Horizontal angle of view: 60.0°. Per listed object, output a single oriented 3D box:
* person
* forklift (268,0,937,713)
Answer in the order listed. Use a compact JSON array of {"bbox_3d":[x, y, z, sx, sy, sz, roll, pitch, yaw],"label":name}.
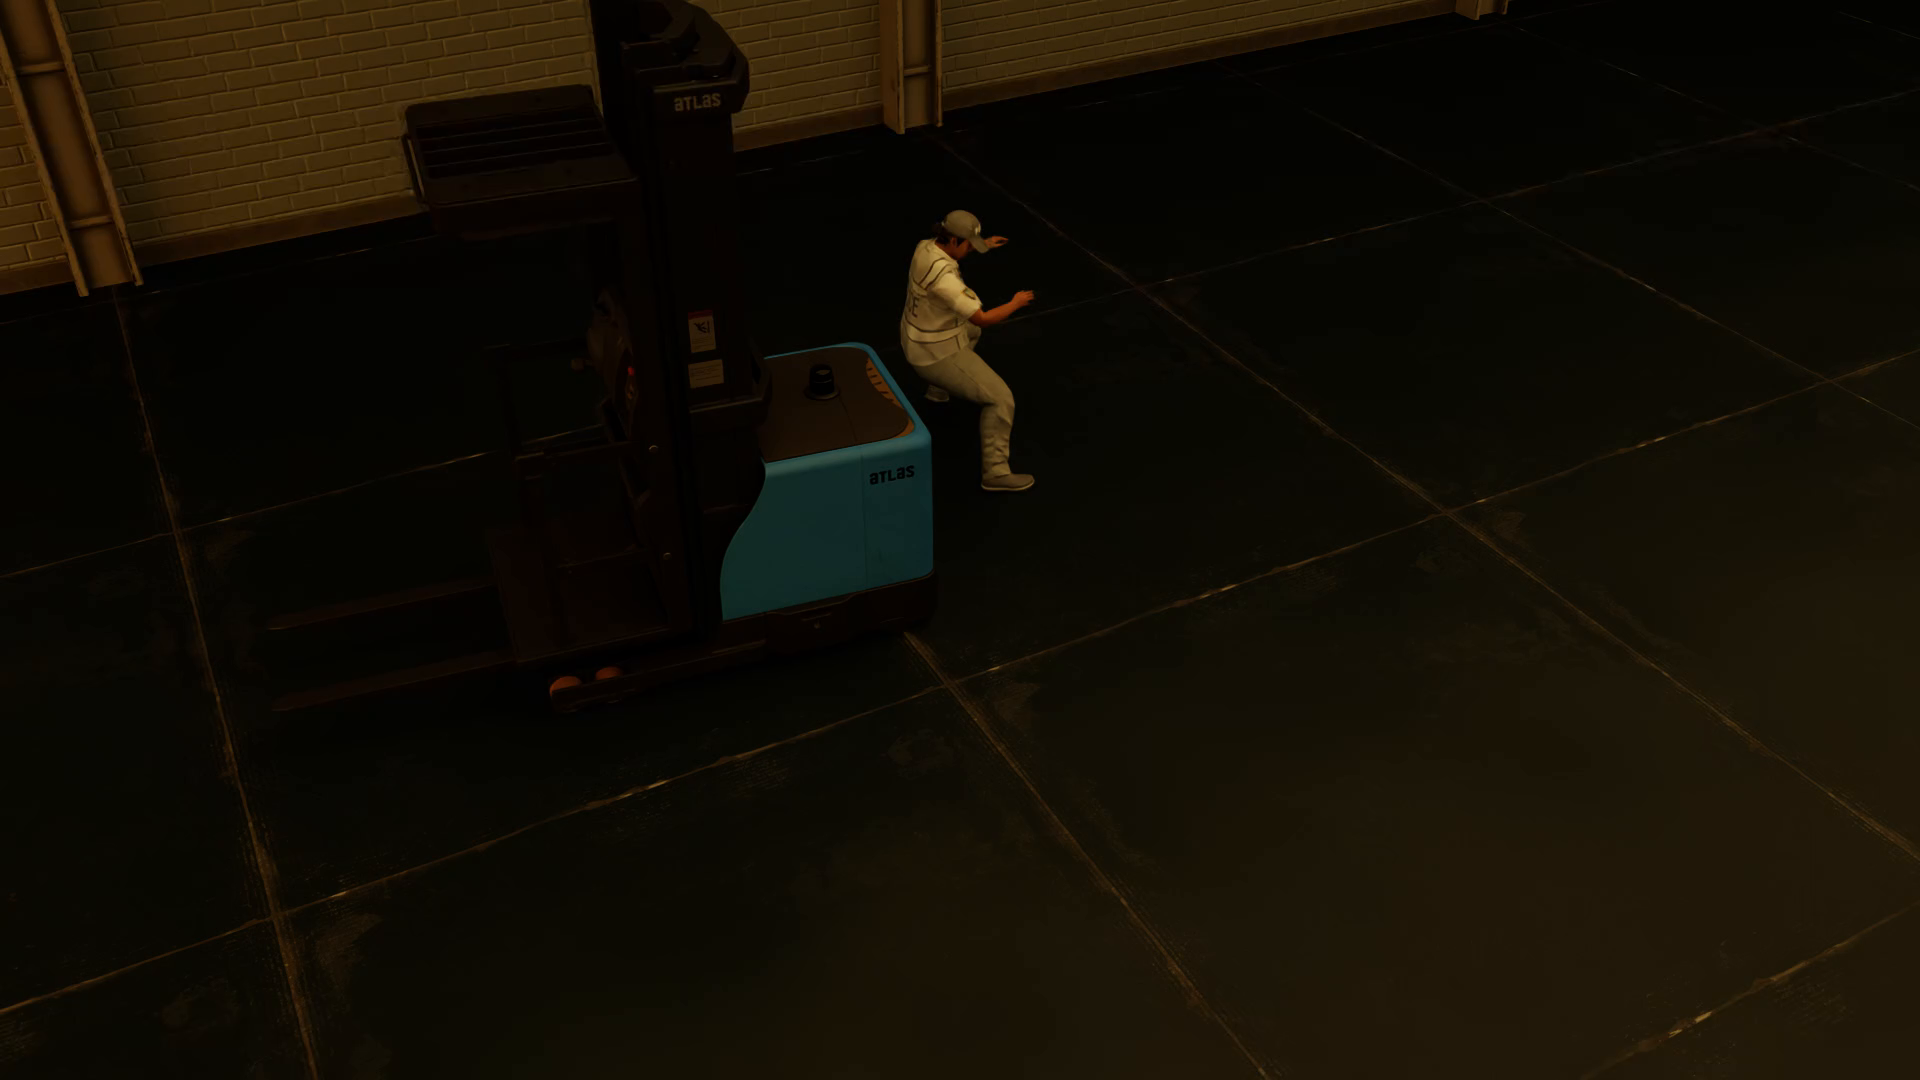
[{"bbox_3d":[0.035,-1.134,9.029,0.701,1.428,1.092,-6,36,-8],"label":"person"},{"bbox_3d":[-1.686,-0.758,7.195,3.031,2.935,1.130,-12,37,-17],"label":"forklift"}]
